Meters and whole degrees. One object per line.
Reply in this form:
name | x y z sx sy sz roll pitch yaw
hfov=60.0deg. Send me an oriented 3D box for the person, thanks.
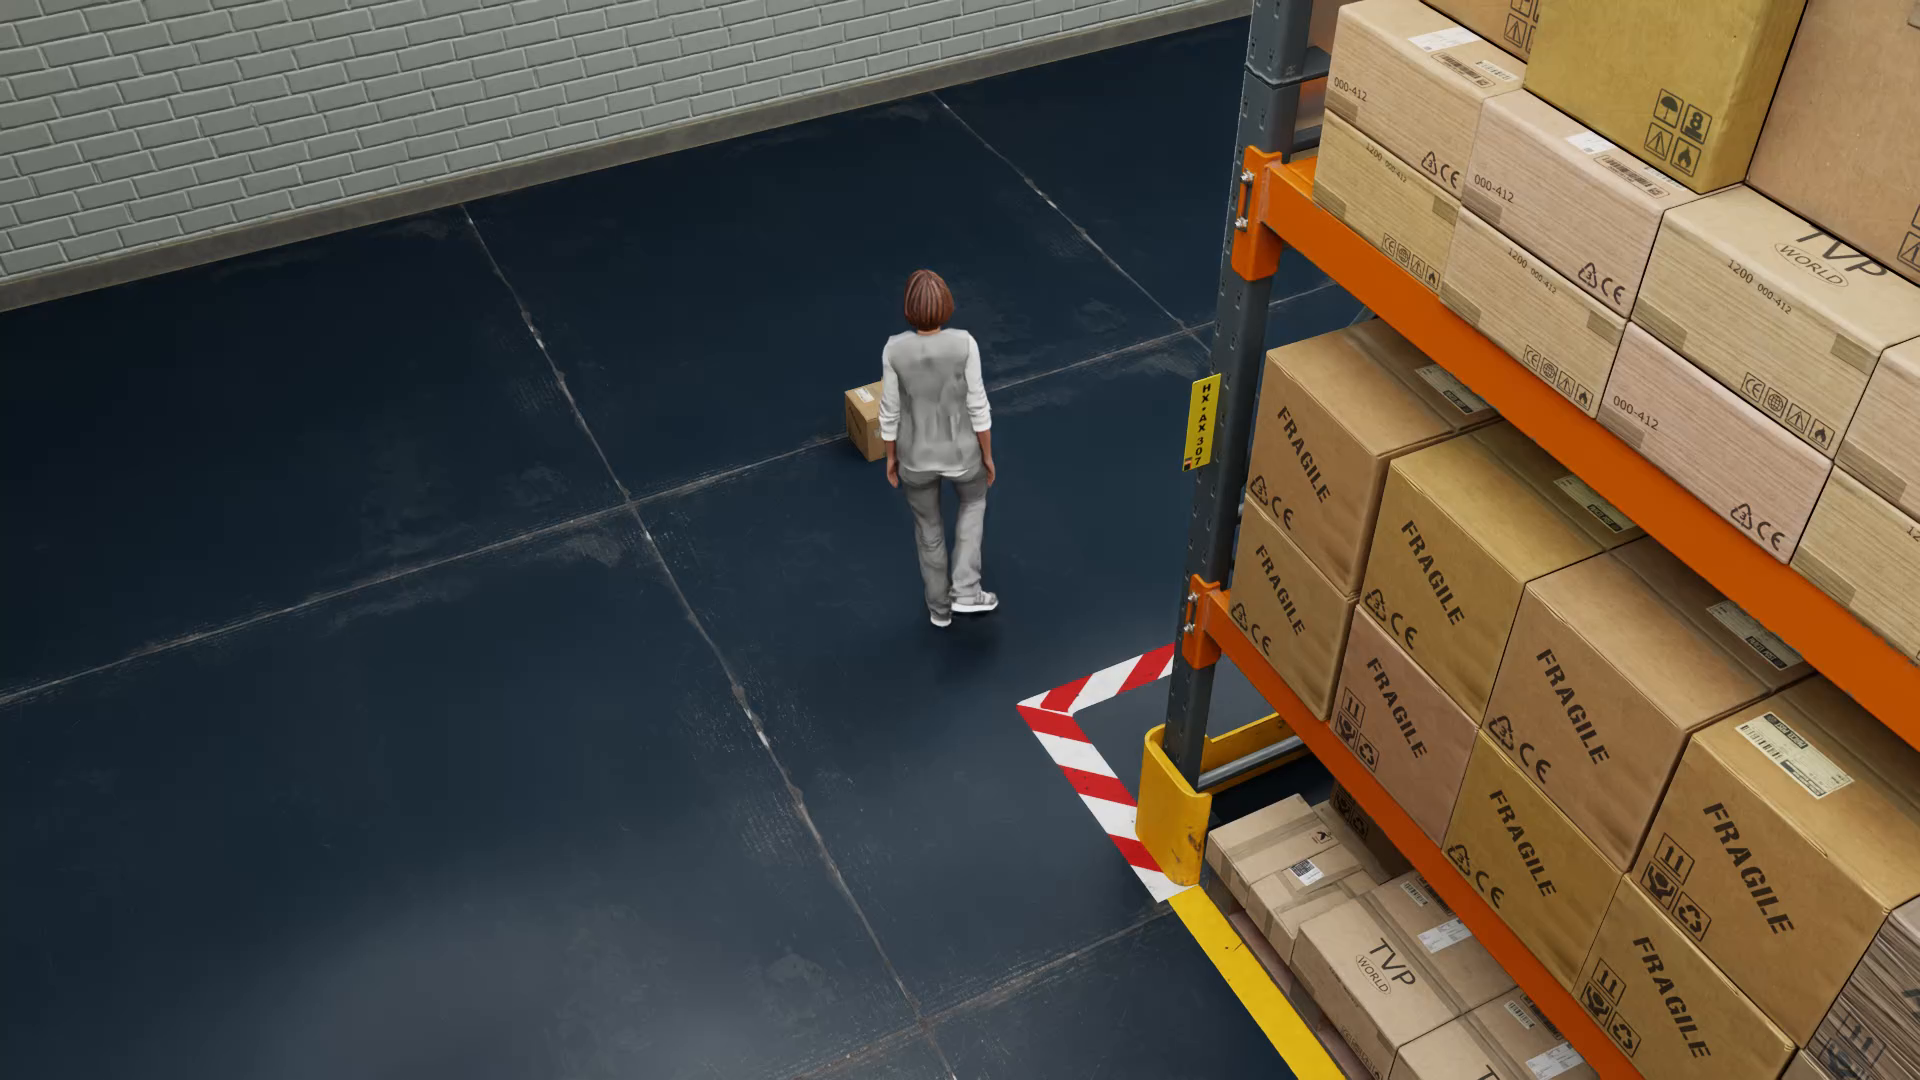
person | -0.078 -0.300 6.490 0.467 1.590 0.458 -1 42 -2
